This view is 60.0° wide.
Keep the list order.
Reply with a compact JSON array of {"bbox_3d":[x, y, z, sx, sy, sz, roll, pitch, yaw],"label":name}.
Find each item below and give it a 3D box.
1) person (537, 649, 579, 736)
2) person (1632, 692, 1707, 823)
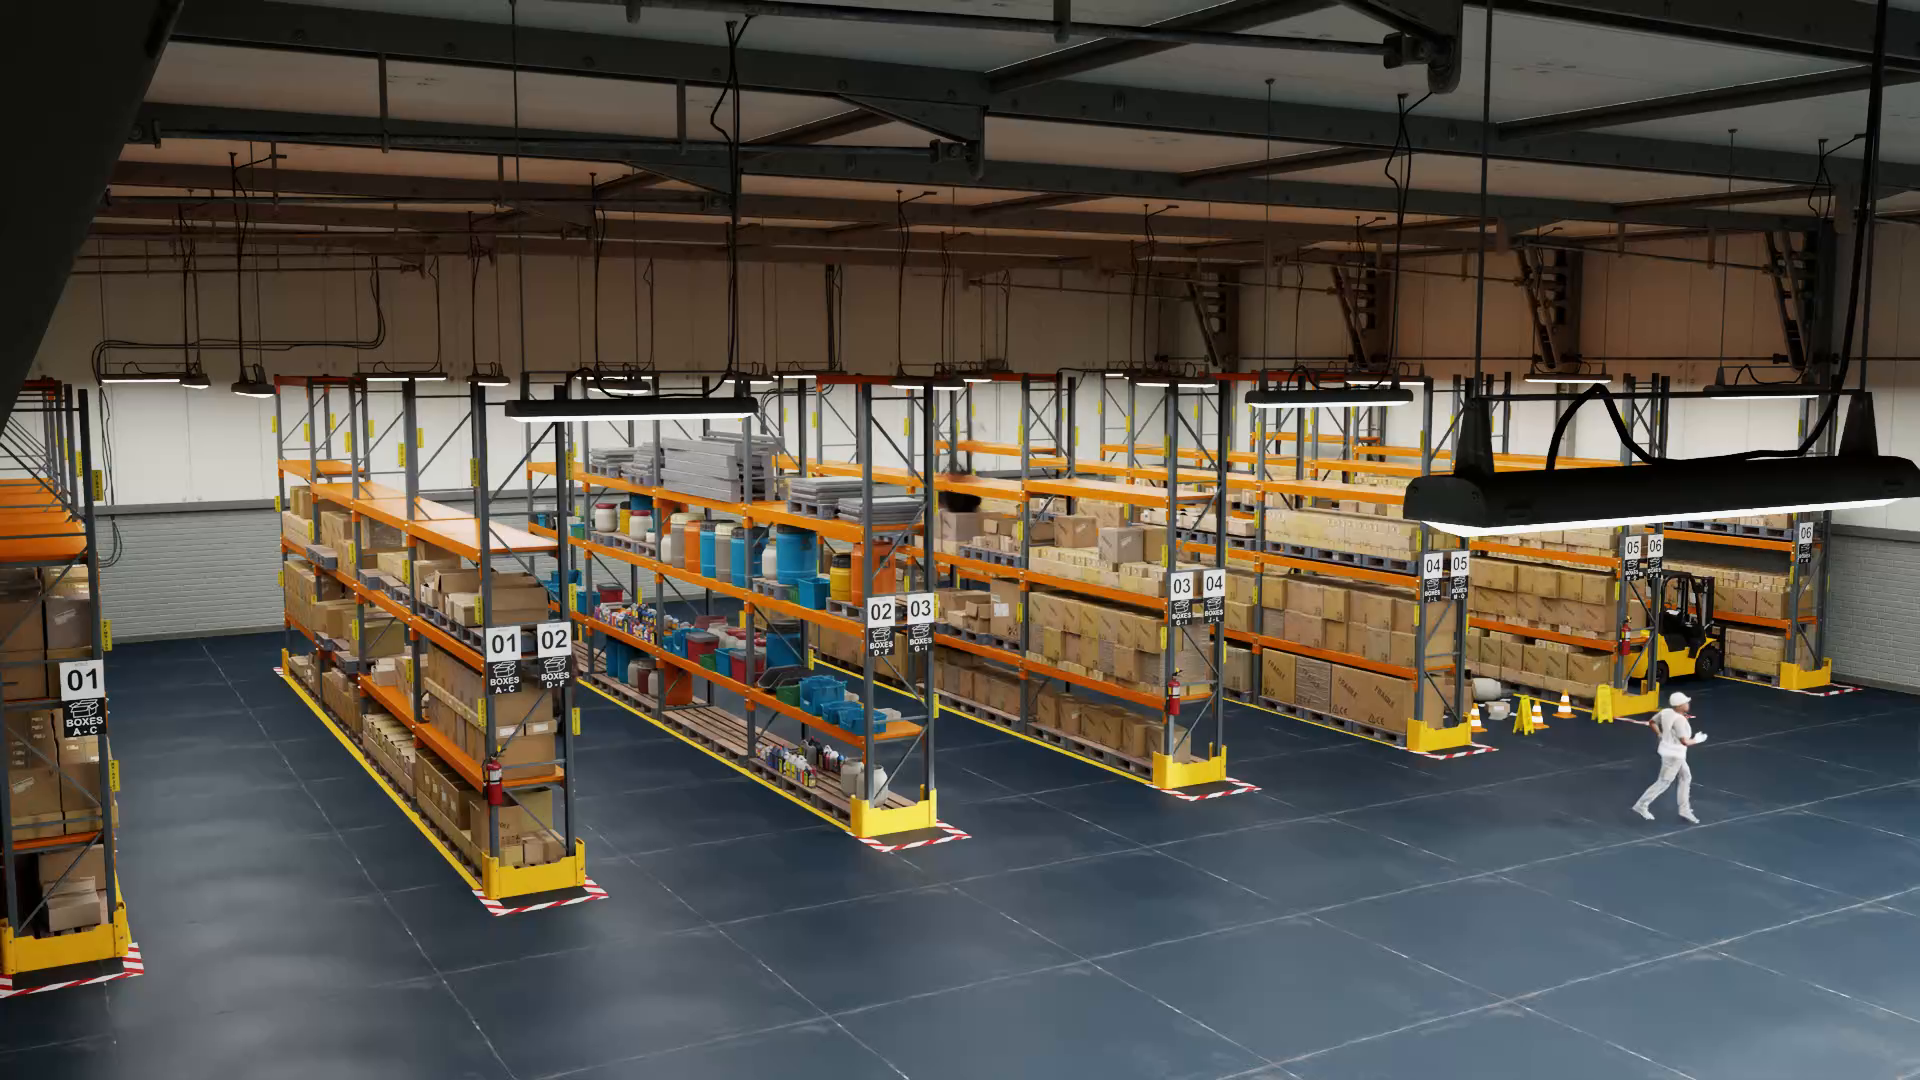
[{"bbox_3d":[-6.672,2.434,27.824,0.710,1.733,0.637,-6,8,-42],"label":"person"},{"bbox_3d":[9.645,2.970,22.651,0.929,1.828,0.695,1,6,9],"label":"person"}]
